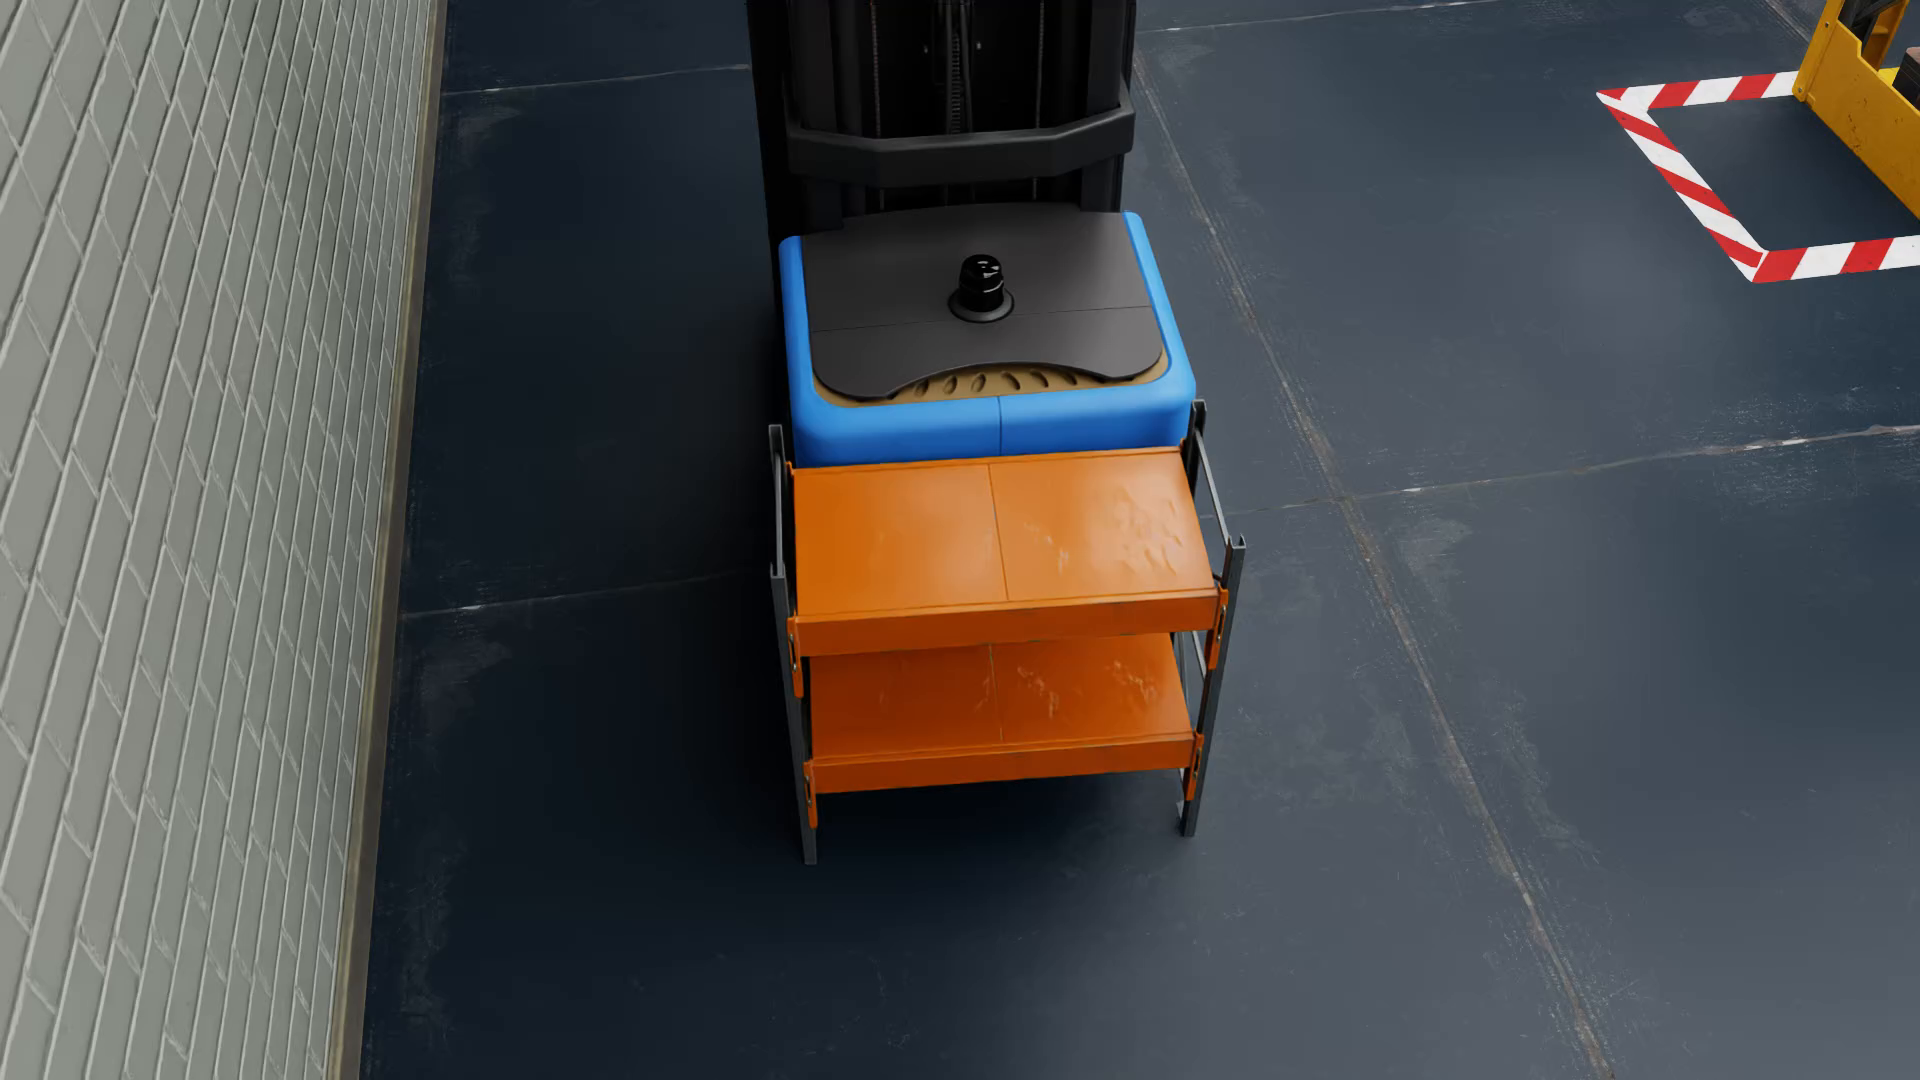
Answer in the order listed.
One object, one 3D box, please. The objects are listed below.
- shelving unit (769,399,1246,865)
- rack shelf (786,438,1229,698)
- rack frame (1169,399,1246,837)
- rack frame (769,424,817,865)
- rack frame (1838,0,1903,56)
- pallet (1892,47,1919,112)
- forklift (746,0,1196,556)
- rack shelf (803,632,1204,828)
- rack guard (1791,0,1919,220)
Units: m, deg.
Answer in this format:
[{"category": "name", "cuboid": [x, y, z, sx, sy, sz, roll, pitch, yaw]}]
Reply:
[{"category": "shelving unit", "cuboid": [0.089, 0.262, 4.217, 1.048, 1.125, 0.538, -4, 46, -3]}, {"category": "rack shelf", "cuboid": [0.089, 0.059, 4.006, 1.000, 0.278, 0.538, -4, 46, -3]}, {"category": "rack frame", "cuboid": [0.595, 0.230, 4.248, 0.032, 1.125, 0.500, -4, 46, -3]}, {"category": "rack frame", "cuboid": [-0.418, 0.294, 4.186, 0.032, 1.125, 0.500, -4, 46, -3]}, {"category": "rack frame", "cuboid": [3.730, -2.581, 5.654, 0.127, 3.000, 1.000, -7, 46, -7]}, {"category": "pallet", "cuboid": [4.611, -1.697, 6.739, 1.213, 0.211, 1.003, -7, 46, -7]}, {"category": "forklift", "cuboid": [-0.080, -1.660, 4.814, 1.130, 2.935, 3.031, -5, 46, -5]}, {"category": "rack shelf", "cuboid": [0.089, 0.431, 4.393, 1.000, 0.278, 0.538, -4, 46, -3]}, {"category": "rack guard", "cuboid": [3.805, -1.723, 6.563, 0.348, 0.500, 1.175, -7, 46, -7]}]
